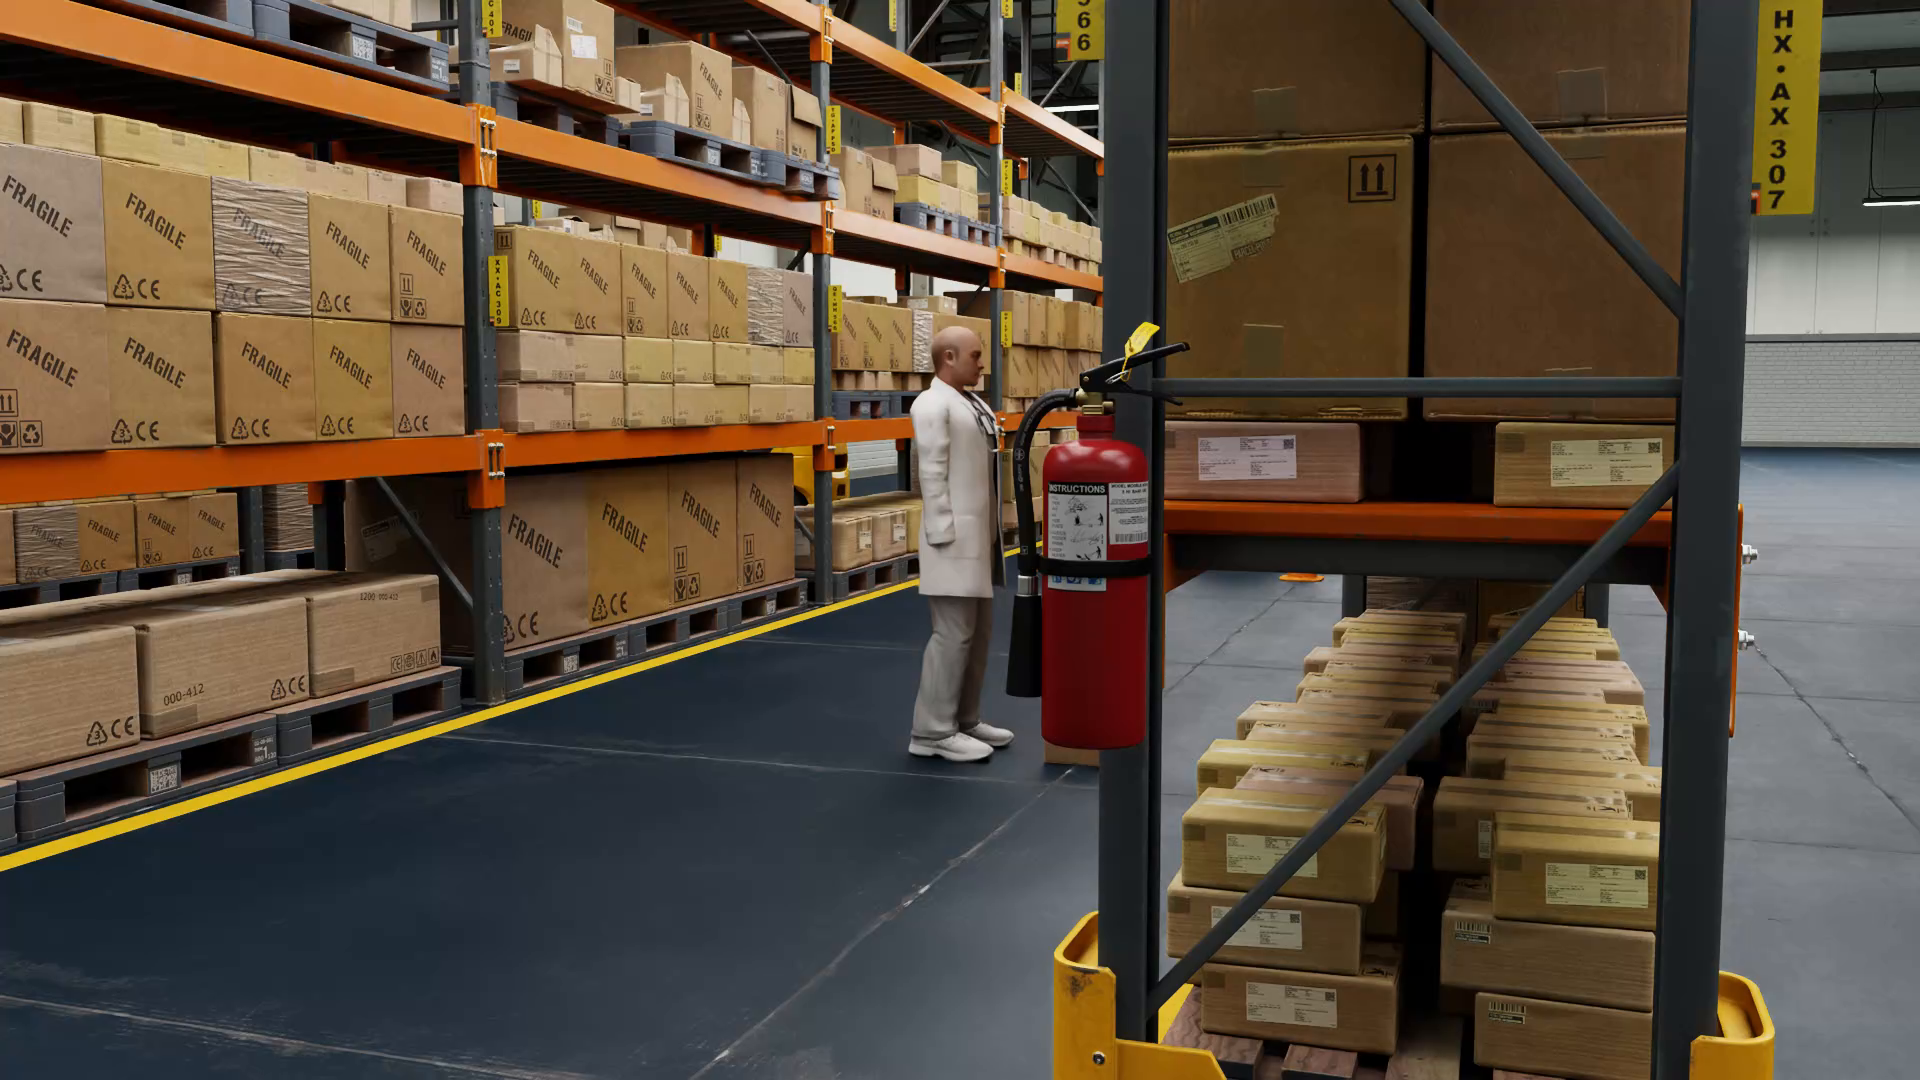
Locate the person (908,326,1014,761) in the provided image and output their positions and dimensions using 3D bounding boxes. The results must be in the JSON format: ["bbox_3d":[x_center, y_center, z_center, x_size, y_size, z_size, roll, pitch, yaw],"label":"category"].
[{"bbox_3d":[0.014,0.001,6.938,0.379,1.775,0.562,2,5,20],"label":"person"}]
